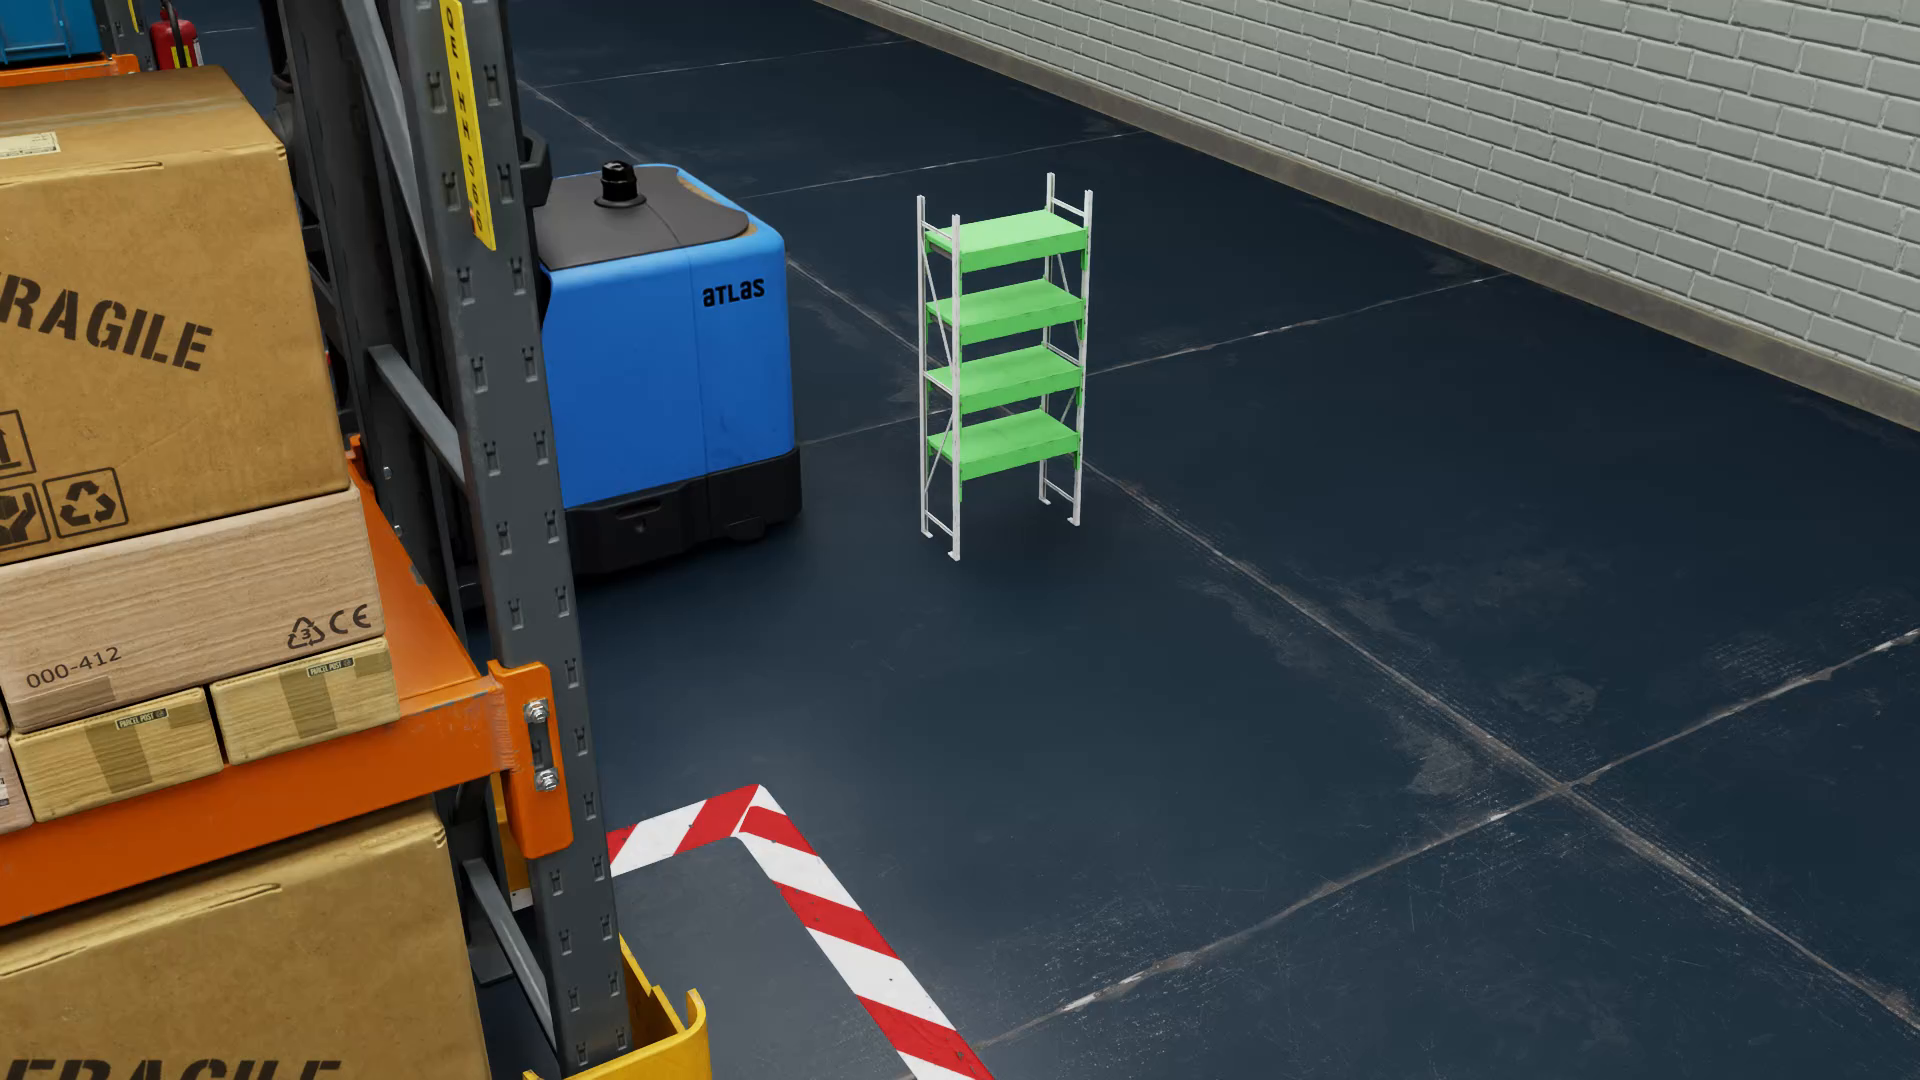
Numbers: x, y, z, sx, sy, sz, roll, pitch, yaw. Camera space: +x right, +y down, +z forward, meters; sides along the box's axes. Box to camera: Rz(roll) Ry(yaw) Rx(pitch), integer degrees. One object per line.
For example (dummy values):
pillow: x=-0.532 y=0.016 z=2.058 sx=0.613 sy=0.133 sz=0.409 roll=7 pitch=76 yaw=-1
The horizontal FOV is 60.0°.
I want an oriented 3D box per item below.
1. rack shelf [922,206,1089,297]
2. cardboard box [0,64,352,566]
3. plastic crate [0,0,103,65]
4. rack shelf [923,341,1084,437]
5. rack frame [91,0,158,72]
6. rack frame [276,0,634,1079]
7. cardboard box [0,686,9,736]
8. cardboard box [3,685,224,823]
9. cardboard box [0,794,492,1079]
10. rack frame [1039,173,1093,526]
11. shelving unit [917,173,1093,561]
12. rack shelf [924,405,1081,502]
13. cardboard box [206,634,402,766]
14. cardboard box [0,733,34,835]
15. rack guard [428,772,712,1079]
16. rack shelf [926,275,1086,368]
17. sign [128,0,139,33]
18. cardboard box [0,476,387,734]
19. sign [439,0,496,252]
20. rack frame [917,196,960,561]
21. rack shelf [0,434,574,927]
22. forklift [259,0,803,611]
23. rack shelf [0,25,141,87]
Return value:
rack shelf: x=0.143 y=-0.930 z=5.332 sx=0.480 sy=0.148 sz=0.258 roll=-16 pitch=33 yaw=-26
cardboard box: x=-1.203 y=-0.335 z=2.323 sx=0.500 sy=0.500 sz=0.500 roll=-15 pitch=32 yaw=-26
plastic crate: x=-3.619 y=-2.116 z=6.381 sx=0.499 sy=0.435 sz=0.616 roll=-16 pitch=33 yaw=-26
rack shelf: x=0.143 y=-0.510 z=5.564 sx=0.480 sy=0.148 sz=0.258 roll=-16 pitch=33 yaw=-26
rack frame: x=-3.425 y=-2.234 z=6.693 sx=0.127 sy=3.000 sz=1.000 roll=-16 pitch=33 yaw=-26
rack frame: x=-0.916 y=-0.171 z=2.955 sx=0.127 sy=3.000 sz=1.000 roll=-16 pitch=33 yaw=-26
cardboard box: x=-1.637 y=0.118 z=2.279 sx=0.500 sy=0.250 sz=0.500 roll=-16 pitch=33 yaw=-27
cardboard box: x=-1.279 y=0.228 z=2.492 sx=0.250 sy=0.149 sz=0.380 roll=-15 pitch=32 yaw=-26
cardboard box: x=-1.427 y=0.766 z=3.022 sx=0.875 sy=0.875 sz=0.875 roll=-16 pitch=33 yaw=-26
rack frame: x=0.353 y=-0.626 z=5.642 sx=0.015 sy=1.200 sz=0.240 roll=-16 pitch=33 yaw=-26
shelving unit: x=0.143 y=-0.566 z=5.534 sx=0.503 sy=1.200 sz=0.258 roll=-16 pitch=33 yaw=-26
rack shelf: x=0.143 y=-0.300 z=5.680 sx=0.480 sy=0.148 sz=0.258 roll=-16 pitch=33 yaw=-26
cardboard box: x=-1.056 y=0.164 z=2.609 sx=0.250 sy=0.149 sz=0.380 roll=-15 pitch=32 yaw=-25
cardboard box: x=-1.497 y=0.289 z=2.381 sx=0.250 sy=0.149 sz=0.380 roll=-16 pitch=33 yaw=-26
rack guard: x=-0.895 y=0.918 z=3.569 sx=0.348 sy=0.500 sz=1.175 roll=-16 pitch=33 yaw=-26
rack shelf: x=0.143 y=-0.720 z=5.448 sx=0.480 sy=0.148 sz=0.258 roll=-16 pitch=33 yaw=-26
sign: x=-3.132 y=-2.080 z=6.246 sx=0.005 sy=0.325 sz=0.100 roll=-16 pitch=33 yaw=-26
cardboard box: x=-1.199 y=-0.006 z=2.504 sx=0.500 sy=0.250 sz=0.500 roll=-16 pitch=33 yaw=-27
sign: x=-0.653 y=-0.552 z=2.202 sx=0.005 sy=0.325 sz=0.100 roll=-16 pitch=33 yaw=-26
rack frame: x=-0.068 y=-0.506 z=5.425 sx=0.015 sy=1.200 sz=0.240 roll=-16 pitch=33 yaw=-26
rack shelf: x=-2.640 y=0.634 z=2.241 sx=4.000 sy=0.370 sz=1.077 roll=-16 pitch=33 yaw=-26
forklift: x=-2.081 y=-1.160 z=4.819 sx=3.031 sy=2.935 sz=1.130 roll=-16 pitch=33 yaw=-26
rack shelf: x=-5.149 y=-1.429 z=5.980 sx=4.000 sy=0.370 sz=1.077 roll=-16 pitch=33 yaw=-26
